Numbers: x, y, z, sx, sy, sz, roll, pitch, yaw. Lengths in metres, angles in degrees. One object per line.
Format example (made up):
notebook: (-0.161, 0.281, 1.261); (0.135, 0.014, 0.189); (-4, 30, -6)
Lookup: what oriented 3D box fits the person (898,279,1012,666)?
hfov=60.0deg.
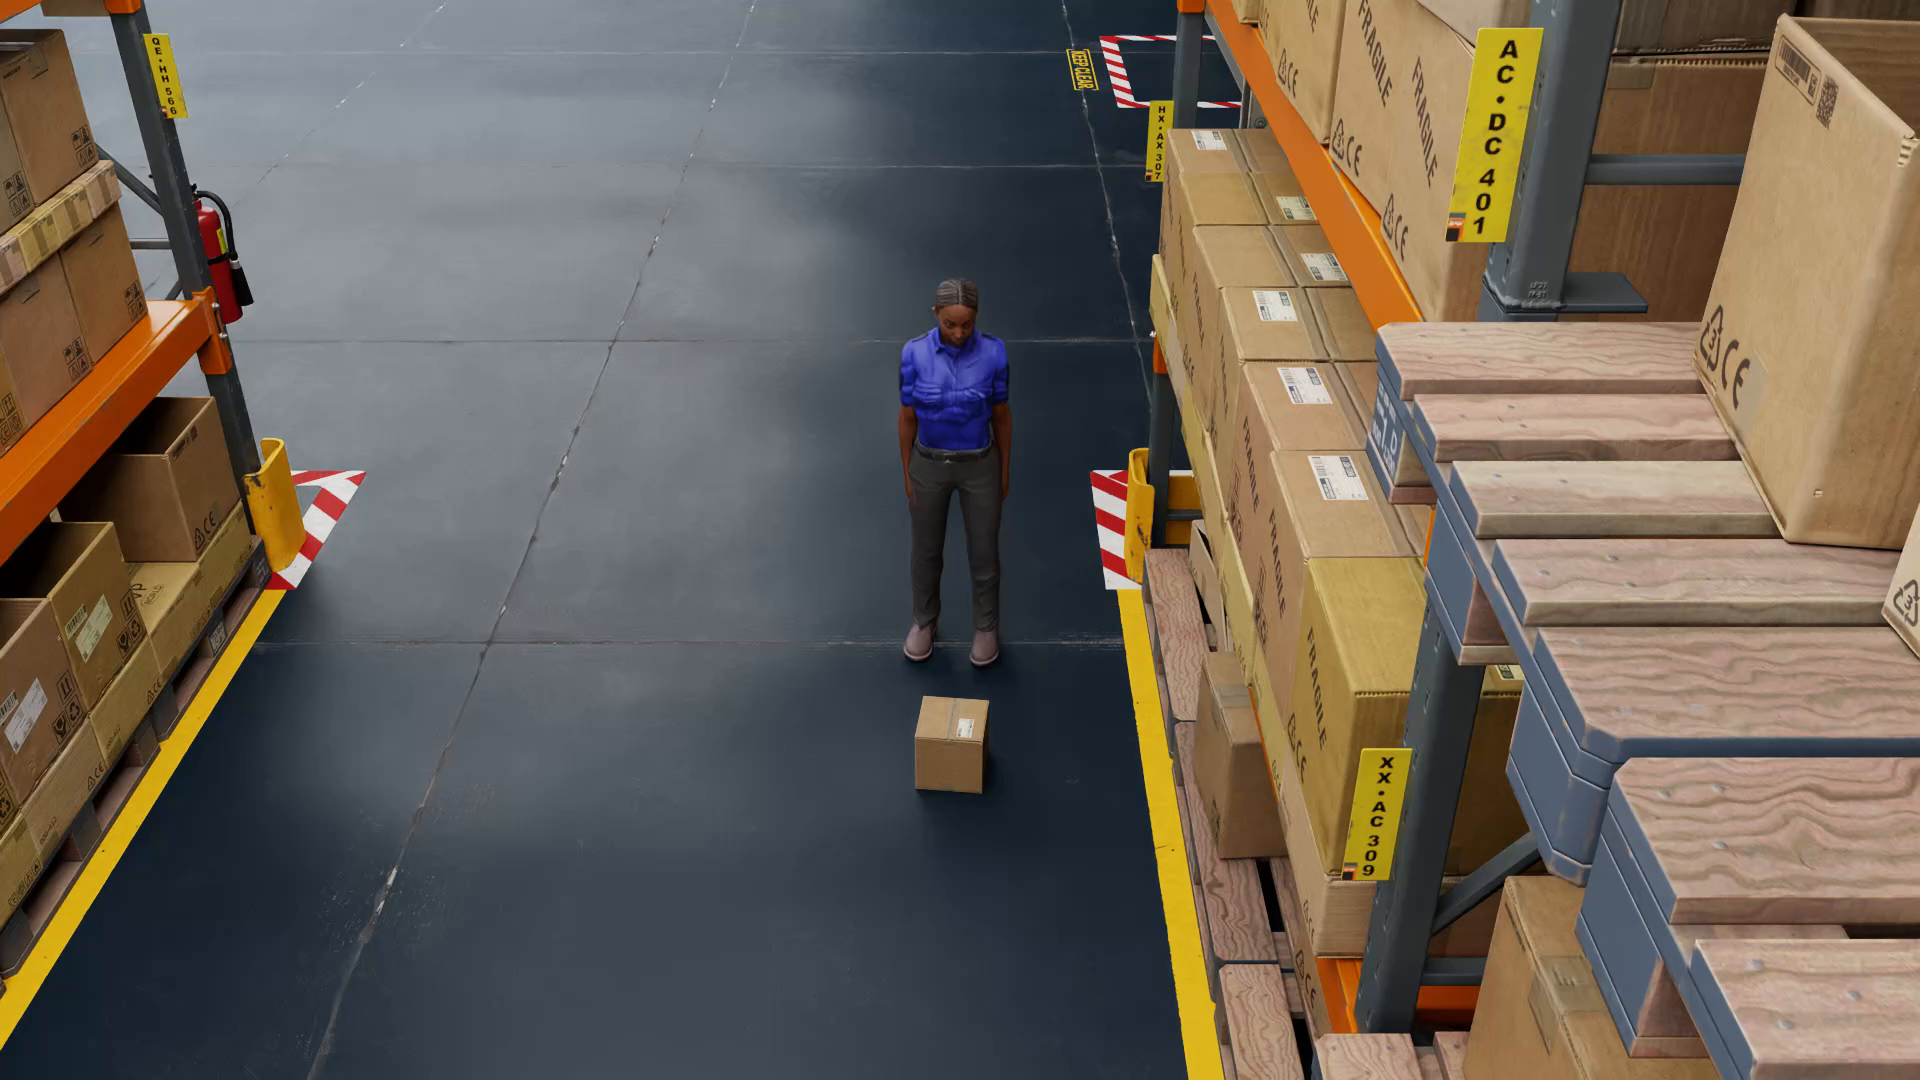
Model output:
person: (-0.018, -0.261, 6.554); (0.445, 1.660, 0.329); (0, 32, 0)
